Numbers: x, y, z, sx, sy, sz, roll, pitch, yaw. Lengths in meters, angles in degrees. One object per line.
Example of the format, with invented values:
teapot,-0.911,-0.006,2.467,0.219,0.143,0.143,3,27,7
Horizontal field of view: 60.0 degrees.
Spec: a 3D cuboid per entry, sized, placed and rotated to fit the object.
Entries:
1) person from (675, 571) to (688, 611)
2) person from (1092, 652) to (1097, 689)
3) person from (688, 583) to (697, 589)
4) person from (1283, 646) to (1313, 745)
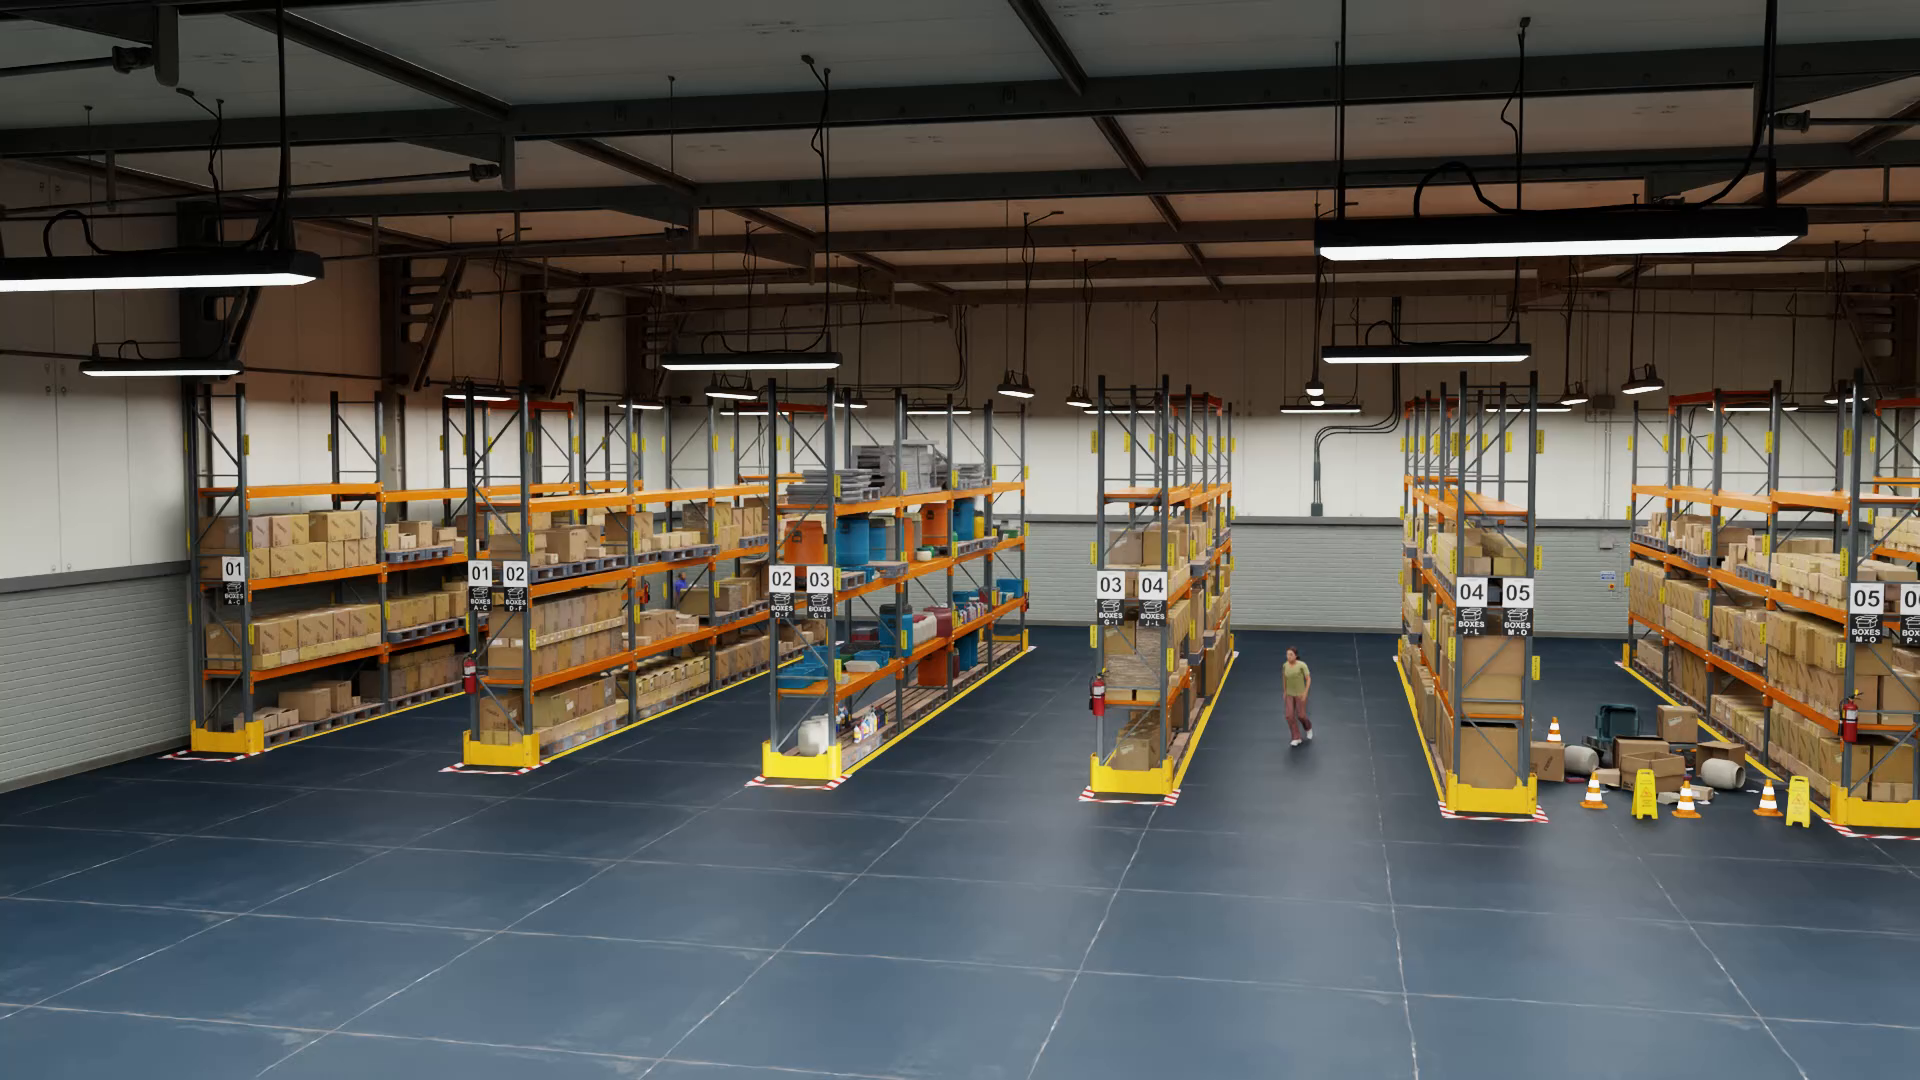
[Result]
person,-7.331,1.659,43.924,0.406,1.673,0.477,1,3,12
person,2.968,2.217,34.053,0.462,1.633,0.947,1,4,22
person,-6.314,1.876,39.115,0.512,1.722,1.063,1,3,15
person,5.683,2.590,27.932,0.508,1.645,0.647,2,4,33
